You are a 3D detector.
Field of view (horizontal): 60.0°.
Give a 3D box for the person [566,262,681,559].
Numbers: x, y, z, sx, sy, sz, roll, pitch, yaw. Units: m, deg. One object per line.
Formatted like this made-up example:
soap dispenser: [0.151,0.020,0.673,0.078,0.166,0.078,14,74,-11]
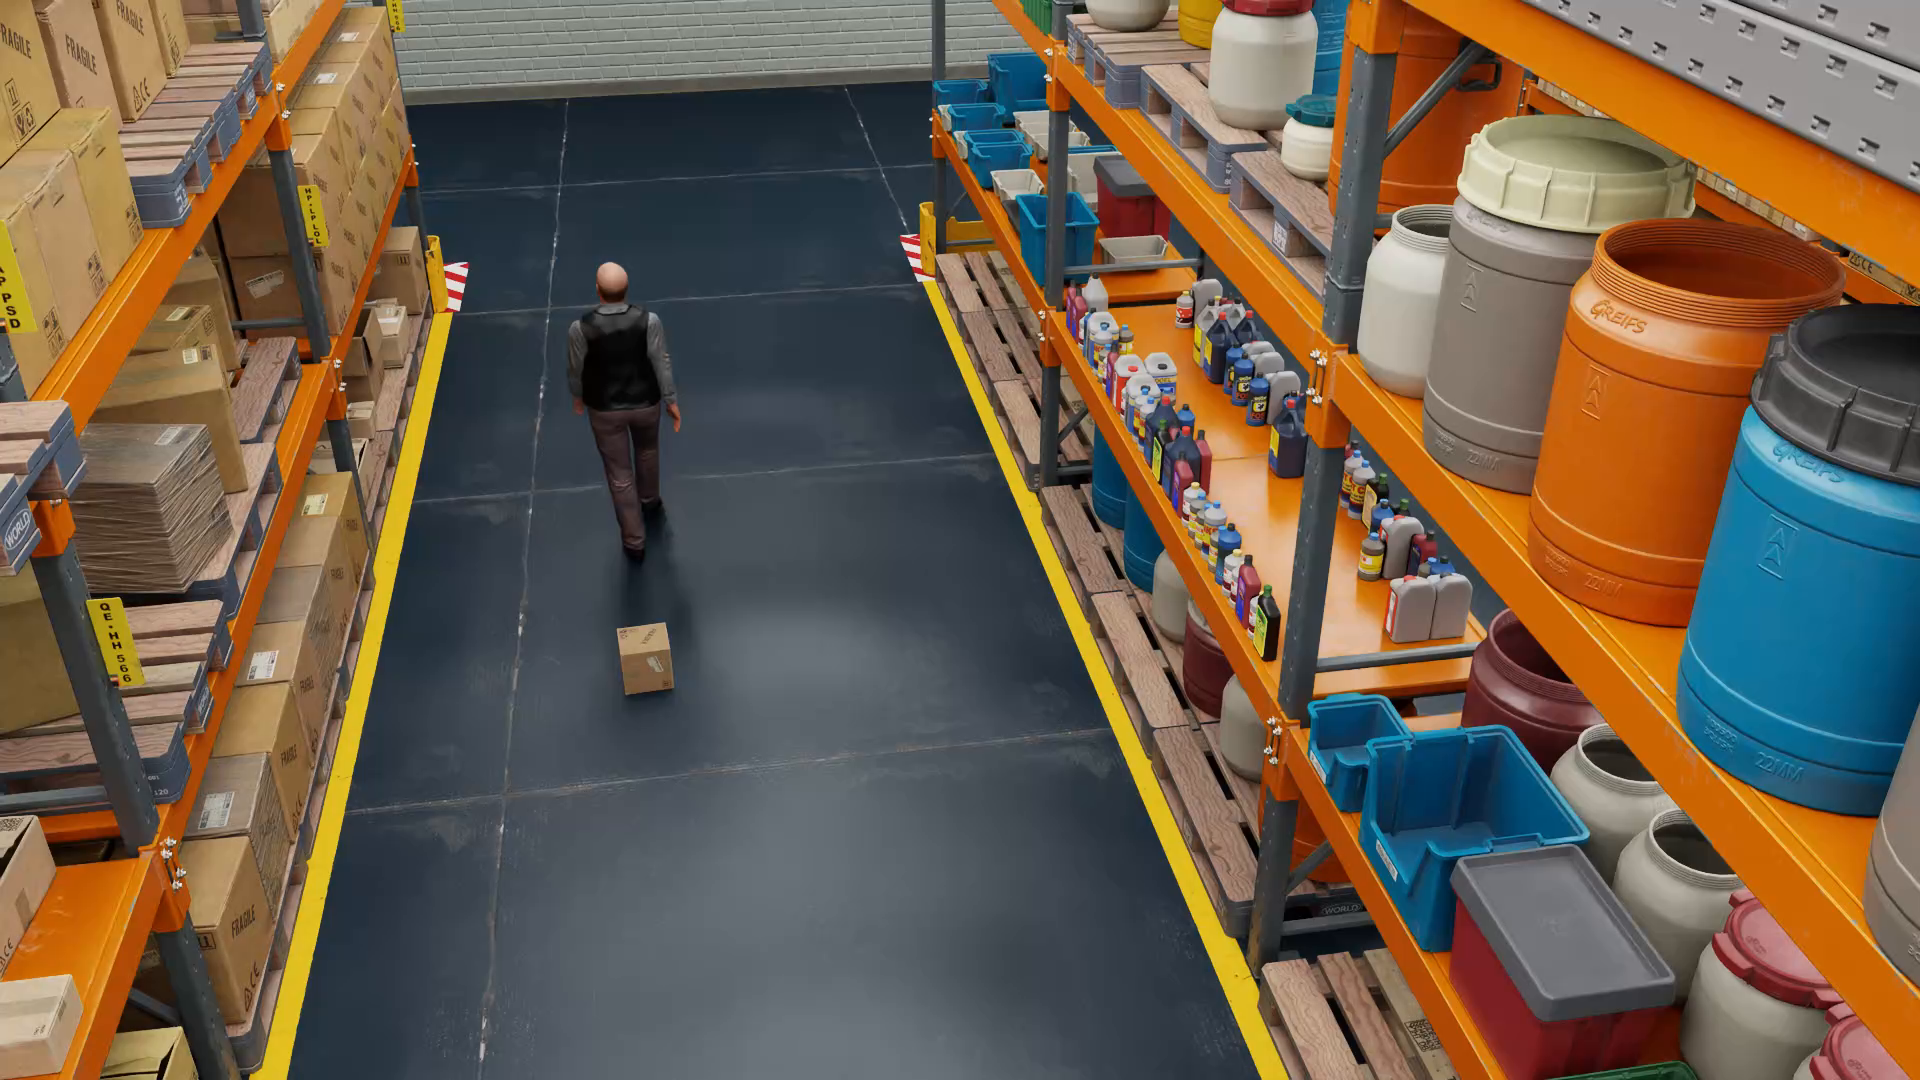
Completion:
person: [-1.932,-0.780,9.499,0.580,1.747,0.797,-12,32,-19]
